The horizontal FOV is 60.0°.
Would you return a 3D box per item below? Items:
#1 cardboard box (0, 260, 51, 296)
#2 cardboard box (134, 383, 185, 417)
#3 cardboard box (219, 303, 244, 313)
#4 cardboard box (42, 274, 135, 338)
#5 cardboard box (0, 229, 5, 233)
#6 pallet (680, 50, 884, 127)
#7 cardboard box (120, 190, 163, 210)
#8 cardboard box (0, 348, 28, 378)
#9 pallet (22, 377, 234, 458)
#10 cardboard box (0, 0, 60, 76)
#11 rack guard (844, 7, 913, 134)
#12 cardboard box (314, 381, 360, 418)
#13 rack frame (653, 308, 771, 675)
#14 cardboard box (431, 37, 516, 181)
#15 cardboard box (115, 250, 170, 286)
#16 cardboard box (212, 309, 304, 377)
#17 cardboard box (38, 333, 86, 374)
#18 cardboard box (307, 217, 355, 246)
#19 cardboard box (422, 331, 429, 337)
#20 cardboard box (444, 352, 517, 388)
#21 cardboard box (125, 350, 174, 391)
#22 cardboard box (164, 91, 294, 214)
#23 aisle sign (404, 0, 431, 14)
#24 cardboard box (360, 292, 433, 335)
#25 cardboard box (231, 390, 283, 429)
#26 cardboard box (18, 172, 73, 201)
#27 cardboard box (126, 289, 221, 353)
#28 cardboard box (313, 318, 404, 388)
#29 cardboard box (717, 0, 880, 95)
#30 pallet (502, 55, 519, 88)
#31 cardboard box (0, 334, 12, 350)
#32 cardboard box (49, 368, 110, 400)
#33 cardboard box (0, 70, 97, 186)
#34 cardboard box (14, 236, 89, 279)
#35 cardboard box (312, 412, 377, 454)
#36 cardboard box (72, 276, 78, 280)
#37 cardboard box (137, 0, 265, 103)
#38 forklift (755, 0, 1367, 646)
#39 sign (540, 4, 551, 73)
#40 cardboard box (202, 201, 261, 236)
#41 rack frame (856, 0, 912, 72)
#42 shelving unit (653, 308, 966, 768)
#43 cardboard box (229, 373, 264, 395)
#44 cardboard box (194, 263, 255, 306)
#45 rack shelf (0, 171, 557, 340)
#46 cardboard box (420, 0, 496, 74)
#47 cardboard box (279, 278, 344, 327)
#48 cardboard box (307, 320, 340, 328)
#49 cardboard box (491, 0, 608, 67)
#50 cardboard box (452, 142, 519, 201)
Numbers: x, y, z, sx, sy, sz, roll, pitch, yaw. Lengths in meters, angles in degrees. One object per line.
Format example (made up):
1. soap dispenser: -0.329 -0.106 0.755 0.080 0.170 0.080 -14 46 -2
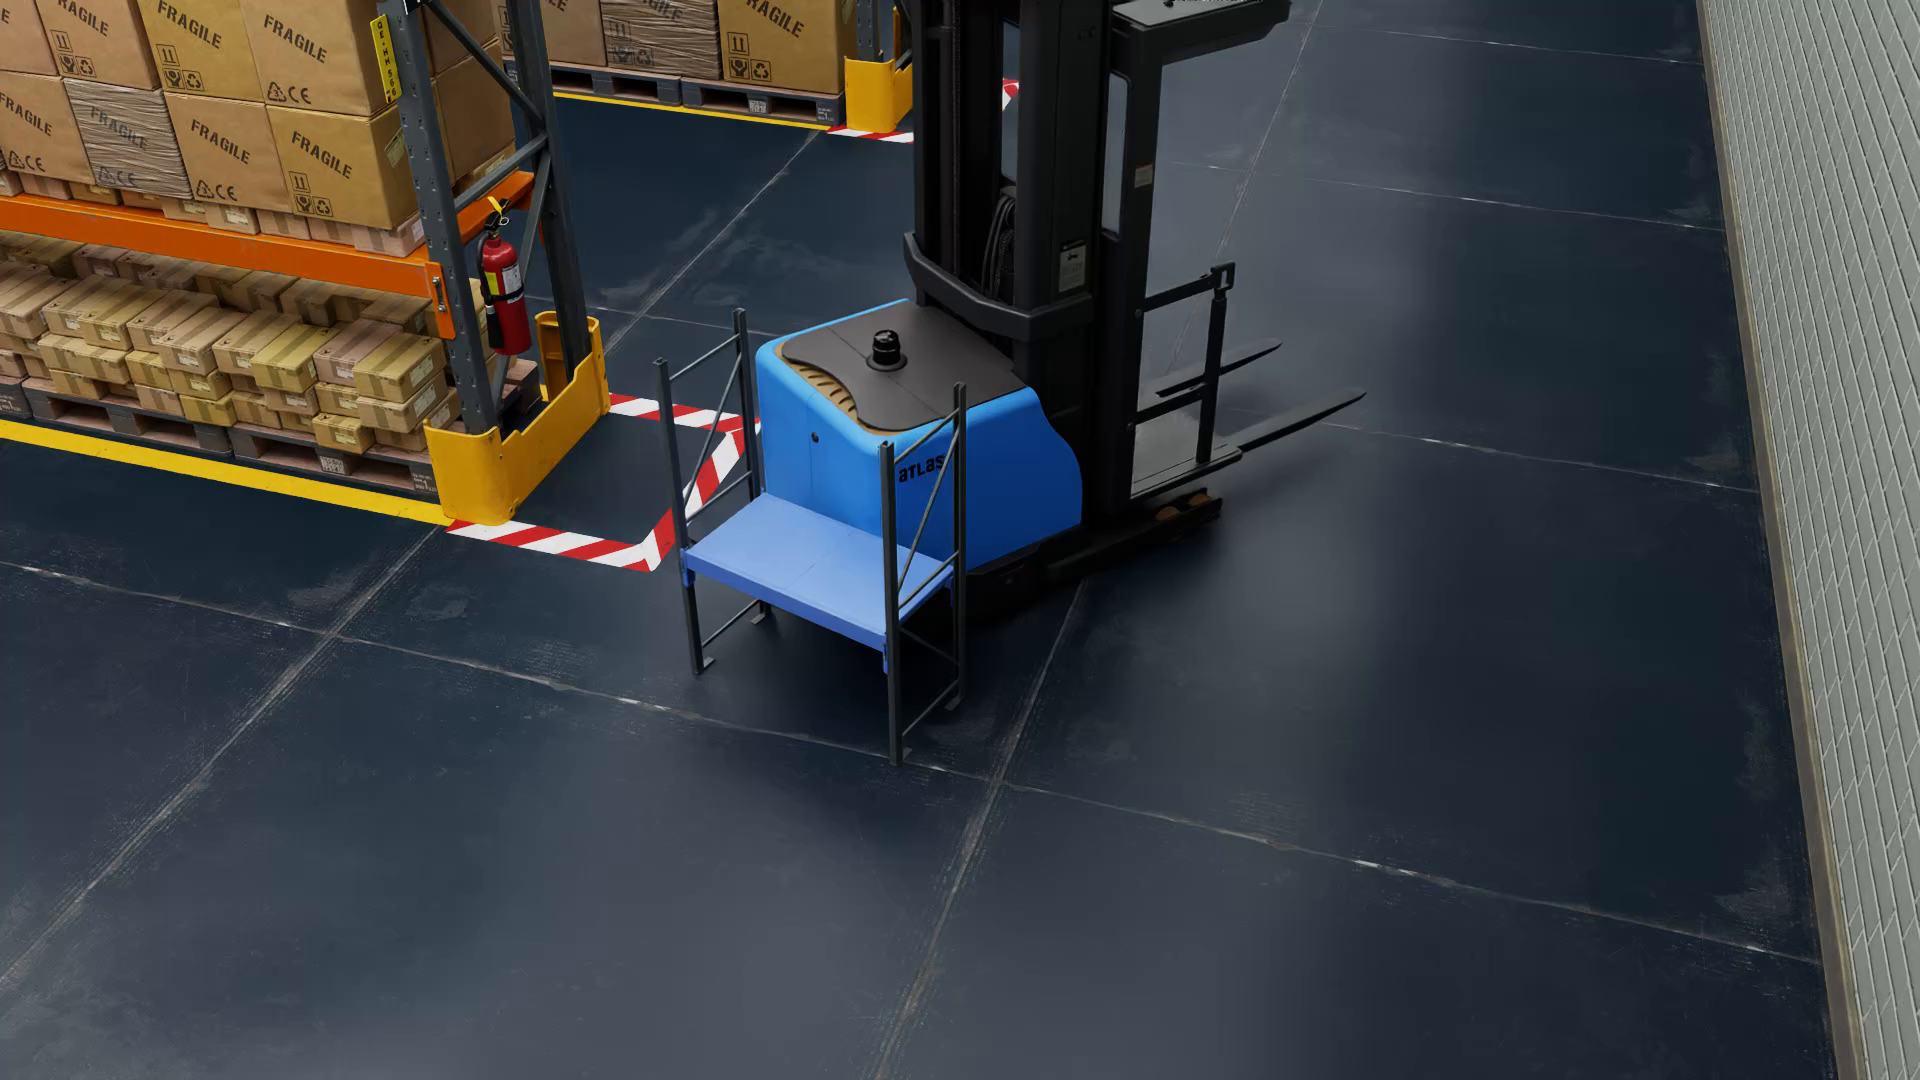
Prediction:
1. cardboard box: -4.867 -1.267 8.490 0.250 0.149 0.380 10 37 13
2. cardboard box: -3.897 -0.795 8.351 0.250 0.149 0.380 11 38 15
3. cardboard box: -3.767 -1.187 8.632 0.250 0.149 0.380 12 38 16
4. cardboard box: -4.364 -1.175 8.364 0.250 0.149 0.380 9 37 12
5. cardboard box: -5.219 -1.639 8.996 0.250 0.149 0.380 11 38 14
6. pallet: -1.285 -3.372 12.154 1.213 0.211 1.003 10 38 14
7. cardboard box: -3.672 -1.684 7.720 0.250 0.149 0.380 9 37 12
8. cardboard box: -4.876 -1.014 8.648 0.250 0.149 0.380 10 37 13
9. pallet: -4.072 -0.881 8.769 1.213 0.211 1.003 10 38 14
10. cardboard box: -4.073 -2.381 7.276 0.500 0.500 0.500 9 37 12
11. rack guard: -0.475 -3.388 11.931 0.348 0.500 1.175 10 38 14
12. cardboard box: -2.896 -0.759 8.051 0.250 0.149 0.380 10 37 13
13. rack frame: -0.979 -0.167 6.711 0.032 1.500 0.500 21 41 26
14. cardboard box: -2.420 -2.006 7.609 0.500 0.500 0.500 12 38 16
15. cardboard box: -4.207 -1.473 8.770 0.250 0.149 0.380 9 37 12
16. cardboard box: -3.390 -0.953 8.063 0.250 0.149 0.380 9 37 12
17. cardboard box: -4.395 -1.004 8.384 0.250 0.149 0.380 10 38 14
18. cardboard box: -2.695 -1.472 7.431 0.250 0.149 0.380 10 38 14
19. cardboard box: -2.742 -1.069 8.472 0.250 0.149 0.380 10 38 14
20. cardboard box: -2.478 -0.905 8.499 0.250 0.149 0.380 11 38 15
21. cardboard box: -3.896 -0.913 8.260 0.250 0.149 0.380 12 38 16
22. cardboard box: -3.069 -1.798 7.327 0.500 0.500 0.500 10 37 13
23. aisle sign: -2.093 -2.474 6.388 0.004 0.787 0.394 10 38 14
24. cardboard box: -2.771 -1.136 8.312 0.250 0.149 0.380 11 38 15
25. cardboard box: -3.380 -0.726 8.256 0.250 0.149 0.380 11 38 14
26. cardboard box: -4.177 -1.754 7.815 0.250 0.149 0.380 12 38 16
27. cardboard box: -3.882 -1.079 8.234 0.250 0.149 0.380 9 37 12
28. cardboard box: -2.877 -0.898 7.988 0.250 0.149 0.380 11 38 15
29. cardboard box: -1.133 -3.780 11.793 0.875 0.875 0.875 10 38 14
30. pallet: -3.614 -3.804 12.740 1.213 0.211 1.003 10 38 14
31. cardboard box: -4.872 -1.147 8.577 0.250 0.149 0.380 9 37 12
32. cardboard box: -4.389 -0.885 8.473 0.250 0.149 0.380 10 37 13
33. cardboard box: -4.029 -1.976 7.569 0.500 0.500 0.500 12 38 16
34. cardboard box: -4.754 -1.509 8.819 0.250 0.149 0.380 12 38 15
35. cardboard box: -2.914 -0.594 8.078 0.250 0.149 0.380 12 38 15
36. cardboard box: -4.763 -1.404 8.927 0.250 0.149 0.380 11 38 14
37. cardboard box: -3.068 -2.202 7.033 0.500 0.500 0.500 9 37 12
38. forklift: 0.618 -1.404 7.185 3.031 2.935 1.130 -22 42 -27
39. sign: -1.912 -2.266 7.568 0.005 0.325 0.100 10 38 14
40. cardboard box: -3.189 -1.539 7.523 0.250 0.149 0.380 11 38 15
41. rack frame: -0.498 -4.399 11.196 0.127 3.000 1.000 10 38 14
42. shelving unit: -0.552 -0.003 6.488 1.048 1.500 0.538 21 41 26
43. cardboard box: -3.385 -0.879 8.214 0.250 0.149 0.380 10 38 13
44. cardboard box: -3.734 -1.377 8.639 0.250 0.149 0.380 11 38 15
45. rack shelf: -3.982 -1.674 8.101 4.000 0.370 1.077 10 38 14
46. cardboard box: -2.423 -2.402 7.305 0.500 0.500 0.500 10 38 14
47. cardboard box: -3.235 -1.250 8.467 0.250 0.149 0.380 9 37 12
48. cardboard box: -3.214 -1.169 8.607 0.250 0.149 0.380 12 38 15
49. cardboard box: -2.851 -4.098 12.225 0.875 0.875 0.875 10 38 14
50. cardboard box: -2.285 -1.752 7.811 0.250 0.149 0.380 10 38 14
